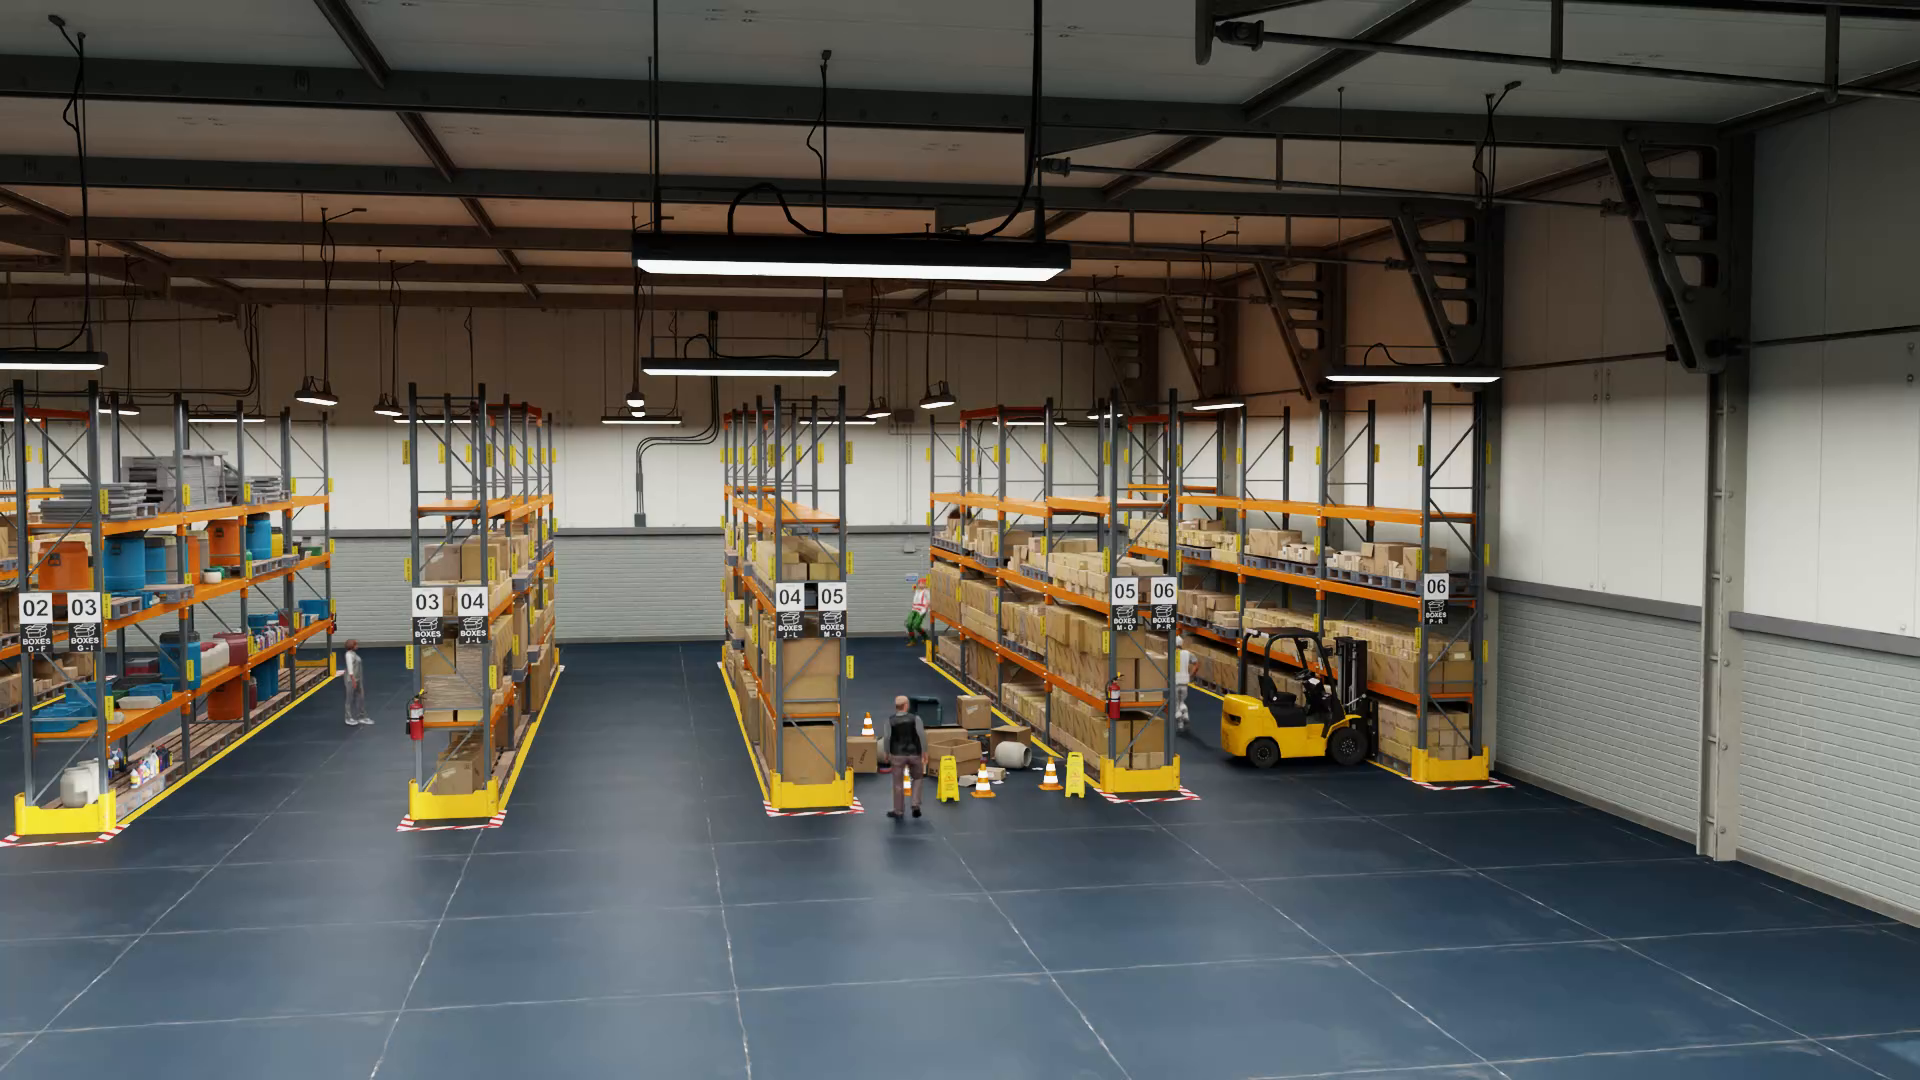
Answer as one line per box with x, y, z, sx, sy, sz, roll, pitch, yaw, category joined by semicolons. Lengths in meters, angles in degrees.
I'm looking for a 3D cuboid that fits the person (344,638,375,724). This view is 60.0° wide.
-11.243;2.641;30.961;0.527;1.615;0.406;1;3;14;person

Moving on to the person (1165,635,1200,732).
3.974;2.600;30.222;0.683;1.741;0.571;-1;3;-12;person

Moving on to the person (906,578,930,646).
-1.069;1.818;41.896;0.595;1.700;0.677;3;4;43;person

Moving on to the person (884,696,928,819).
-0.747;2.981;22.890;0.608;1.715;0.486;0;3;-7;person
